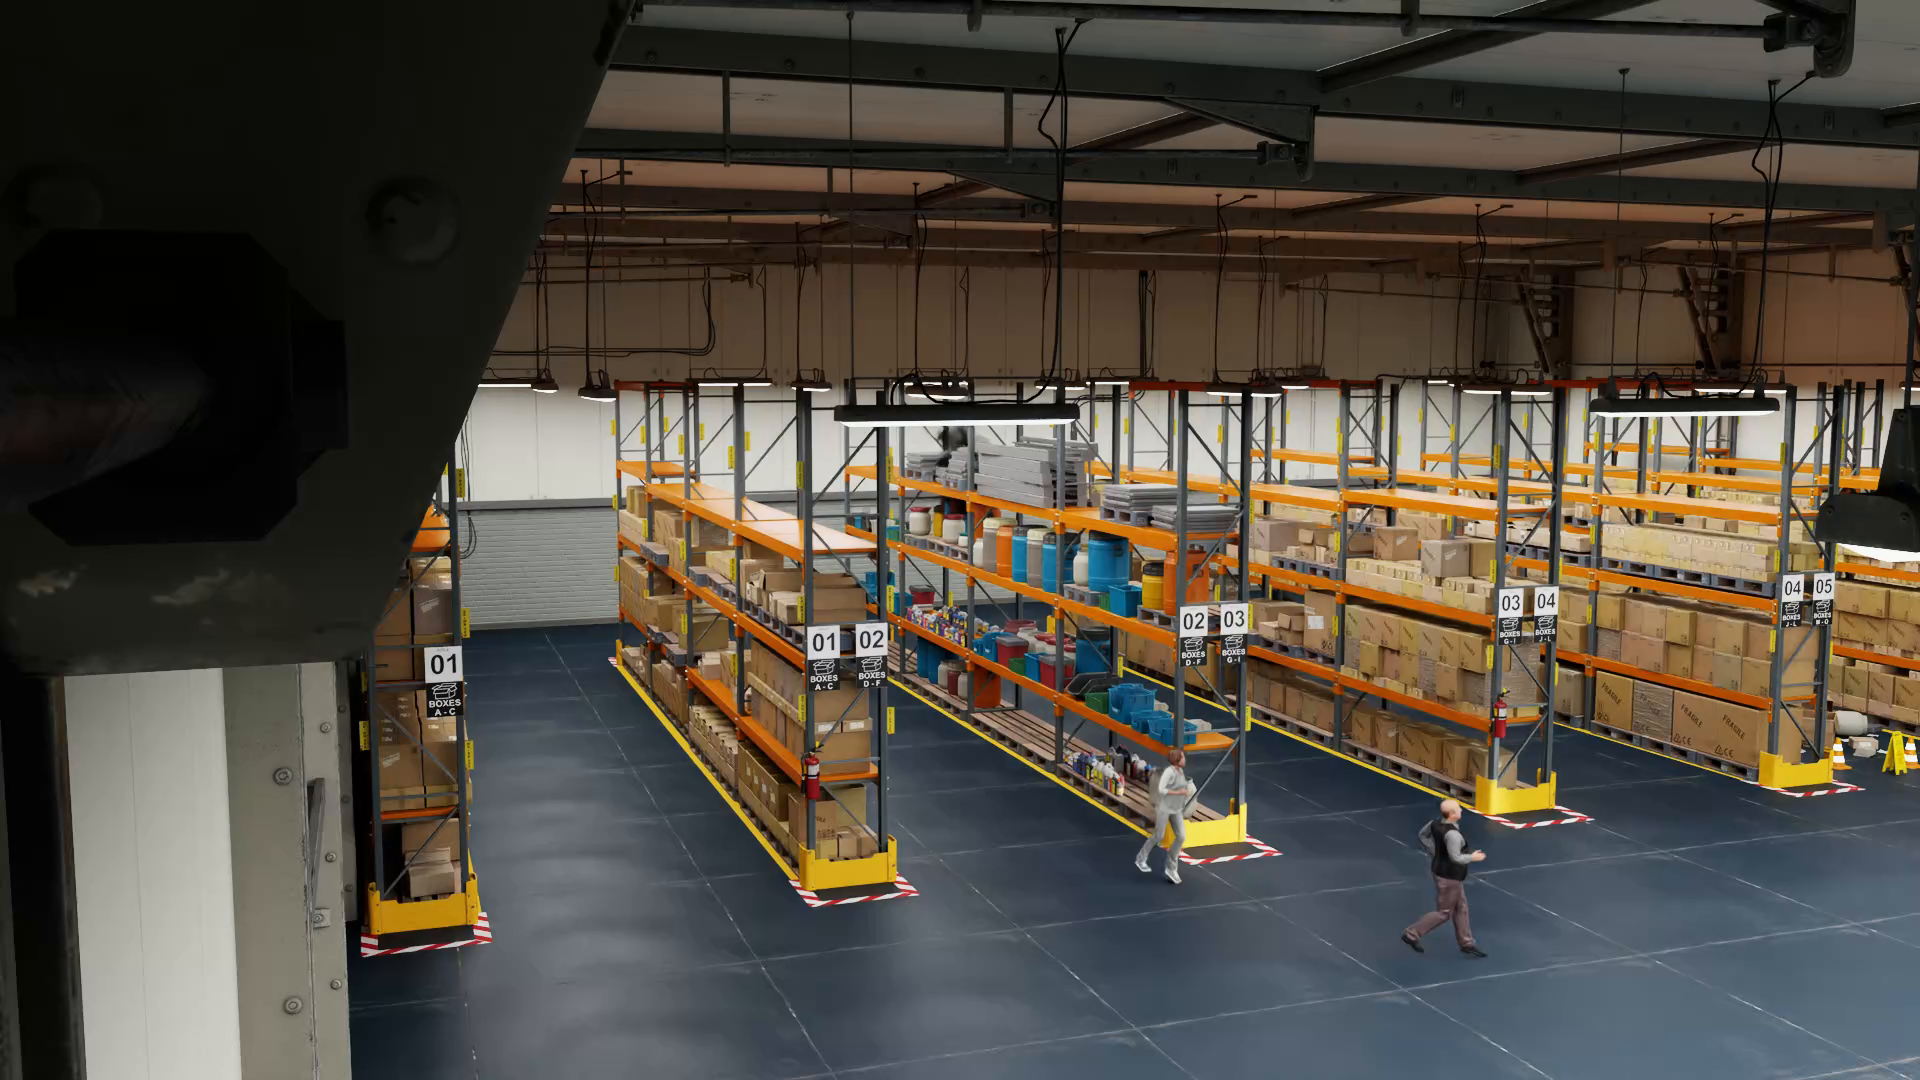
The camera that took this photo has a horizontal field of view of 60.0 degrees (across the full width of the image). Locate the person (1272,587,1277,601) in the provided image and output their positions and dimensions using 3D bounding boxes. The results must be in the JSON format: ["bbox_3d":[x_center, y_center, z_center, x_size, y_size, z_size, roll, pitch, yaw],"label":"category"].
[{"bbox_3d":[7.918,1.203,41.434,0.731,1.532,0.638,2,6,21],"label":"person"}]

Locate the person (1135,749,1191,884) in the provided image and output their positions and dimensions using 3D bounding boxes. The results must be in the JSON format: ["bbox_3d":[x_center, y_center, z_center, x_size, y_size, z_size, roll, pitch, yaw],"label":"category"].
[{"bbox_3d":[2.584,3.375,20.601,0.564,1.605,0.686,-6,8,-44],"label":"person"}]

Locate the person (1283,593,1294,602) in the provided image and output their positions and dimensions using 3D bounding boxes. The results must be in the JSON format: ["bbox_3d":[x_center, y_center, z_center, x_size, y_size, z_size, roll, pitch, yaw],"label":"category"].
[{"bbox_3d":[8.015,0.998,41.807,1.050,1.768,0.707,-3,7,-23],"label":"person"}]

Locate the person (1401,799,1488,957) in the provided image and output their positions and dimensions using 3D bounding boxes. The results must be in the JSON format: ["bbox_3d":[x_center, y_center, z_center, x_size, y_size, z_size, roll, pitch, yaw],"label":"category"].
[{"bbox_3d":[5.167,3.602,17.642,0.954,1.737,0.658,0,6,1],"label":"person"}]
